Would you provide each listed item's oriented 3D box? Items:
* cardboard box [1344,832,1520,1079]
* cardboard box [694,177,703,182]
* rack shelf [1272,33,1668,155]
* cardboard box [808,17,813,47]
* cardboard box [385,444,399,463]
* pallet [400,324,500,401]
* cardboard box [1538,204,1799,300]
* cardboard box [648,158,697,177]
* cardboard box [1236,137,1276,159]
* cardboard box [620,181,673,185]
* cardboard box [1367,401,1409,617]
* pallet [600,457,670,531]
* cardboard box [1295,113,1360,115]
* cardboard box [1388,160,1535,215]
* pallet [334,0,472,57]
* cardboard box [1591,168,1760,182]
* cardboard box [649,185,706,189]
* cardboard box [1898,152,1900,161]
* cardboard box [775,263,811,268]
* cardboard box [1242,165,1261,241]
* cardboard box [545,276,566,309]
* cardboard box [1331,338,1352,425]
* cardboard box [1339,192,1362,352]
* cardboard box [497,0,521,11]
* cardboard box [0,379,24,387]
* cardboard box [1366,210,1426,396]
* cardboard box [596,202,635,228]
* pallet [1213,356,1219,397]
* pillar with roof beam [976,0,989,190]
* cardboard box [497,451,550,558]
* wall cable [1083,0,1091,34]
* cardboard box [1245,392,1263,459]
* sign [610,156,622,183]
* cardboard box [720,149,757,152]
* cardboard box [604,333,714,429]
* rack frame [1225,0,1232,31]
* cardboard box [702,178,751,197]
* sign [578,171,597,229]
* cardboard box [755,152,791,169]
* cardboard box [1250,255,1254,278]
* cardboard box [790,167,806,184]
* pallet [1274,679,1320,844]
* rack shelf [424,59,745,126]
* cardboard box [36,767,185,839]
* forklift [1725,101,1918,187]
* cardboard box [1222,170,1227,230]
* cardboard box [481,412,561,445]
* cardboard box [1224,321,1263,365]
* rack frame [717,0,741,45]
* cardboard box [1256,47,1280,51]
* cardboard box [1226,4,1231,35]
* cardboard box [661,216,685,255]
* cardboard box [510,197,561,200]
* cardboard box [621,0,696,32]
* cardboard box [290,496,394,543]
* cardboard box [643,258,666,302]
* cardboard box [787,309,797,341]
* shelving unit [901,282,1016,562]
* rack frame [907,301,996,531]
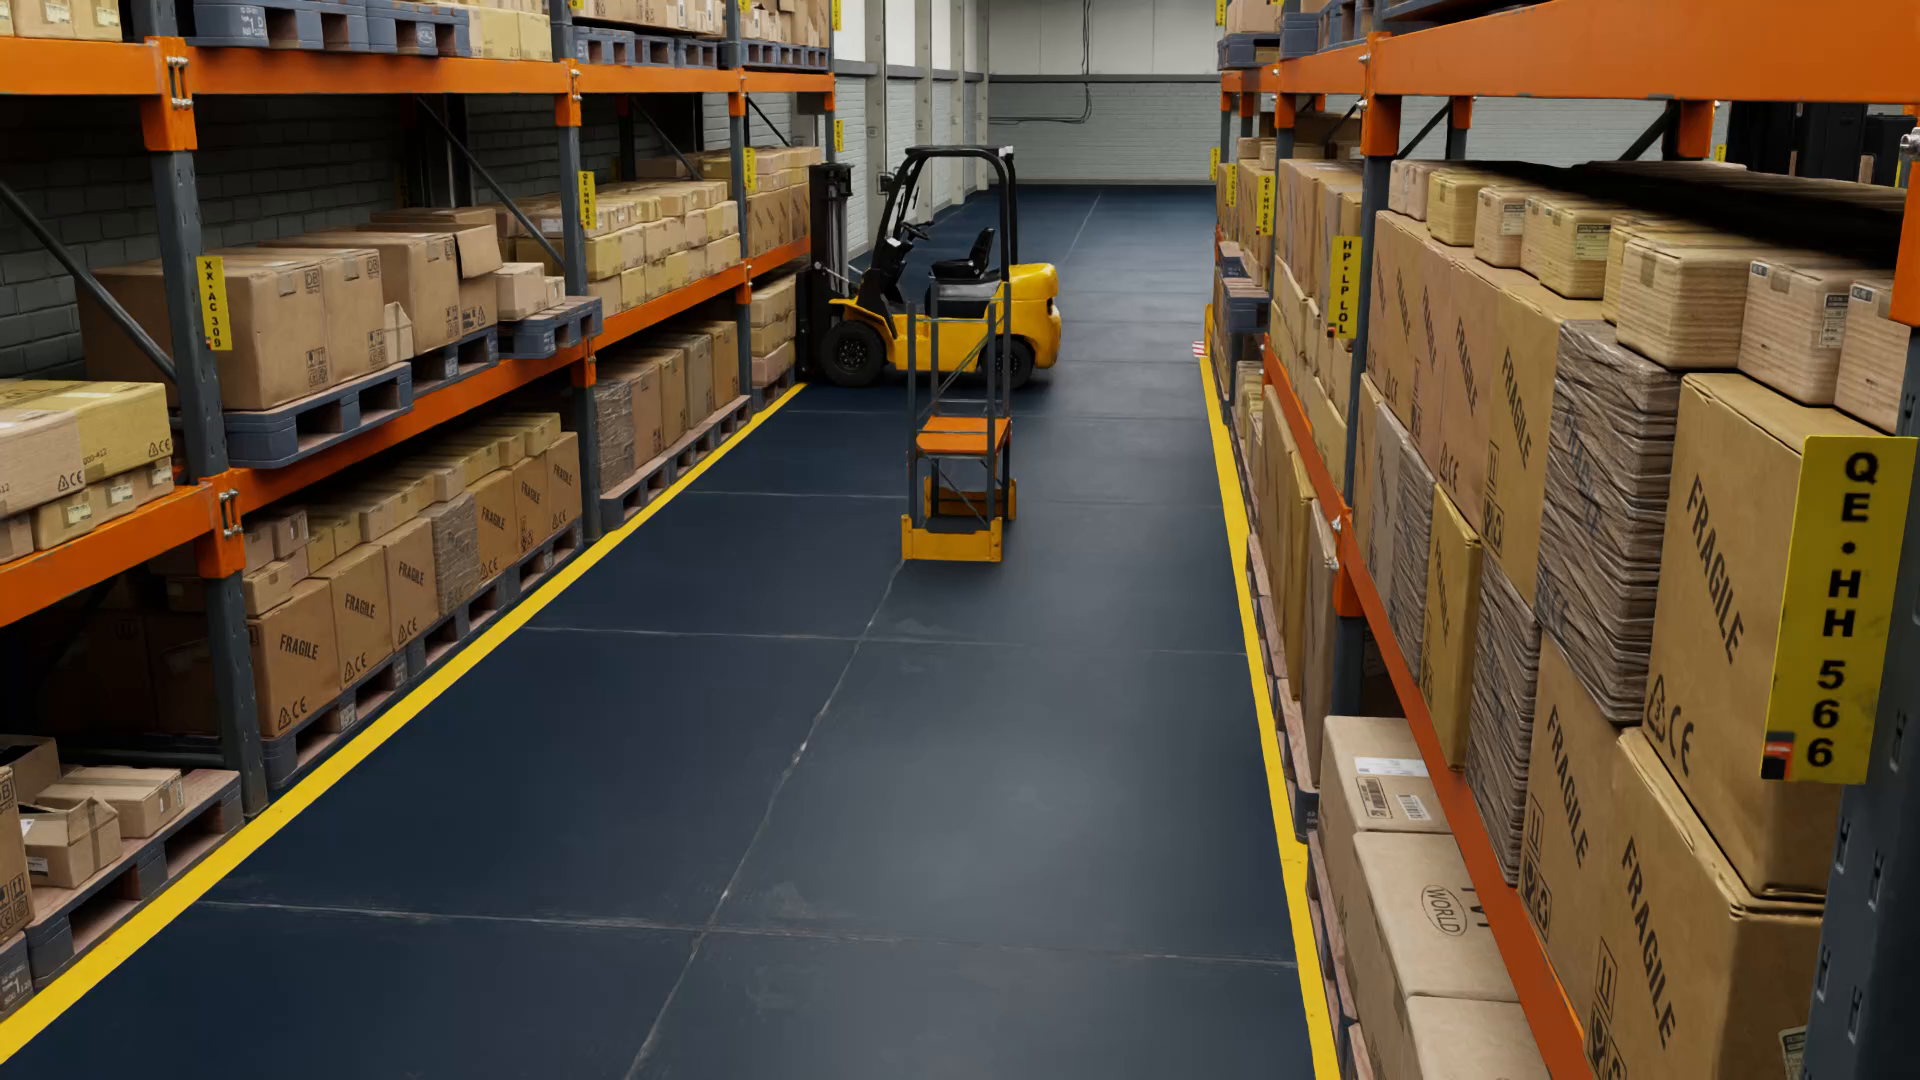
[{"bbox_3d":[1.503,1.148,4.273,0.875,0.438,0.875,1,15,5],"label":"cardboard box"},{"bbox_3d":[-2.436,-3.085,14.389,0.380,0.149,0.250,2,15,8],"label":"cardboard box"},{"bbox_3d":[2.007,-1.897,7.064,1.077,0.370,4.000,2,15,6],"label":"rack shelf"},{"bbox_3d":[-1.618,-4.880,15.977,0.396,0.266,0.258,2,15,6],"label":"cardboard box"},{"bbox_3d":[-3.197,-0.441,8.787,0.380,0.149,0.250,1,15,4],"label":"cardboard box"},{"bbox_3d":[-2.915,-0.863,7.976,1.003,0.211,1.213,2,15,6],"label":"pallet"},{"bbox_3d":[1.261,-0.516,2.974,0.380,0.149,0.250,2,15,8],"label":"cardboard box"},{"bbox_3d":[-2.443,-3.158,14.092,0.380,0.149,0.250,1,15,5],"label":"cardboard box"},{"bbox_3d":[2.279,-2.949,12.512,0.380,0.149,0.250,2,15,6],"label":"cardboard box"},{"bbox_3d":[-2.502,-2.775,13.242,0.380,0.149,0.250,1,15,5],"label":"cardboard box"},{"bbox_3d":[1.407,-0.082,4.526,0.500,0.500,0.500,2,15,7],"label":"cardboard box"},{"bbox_3d":[-2.568,-0.327,10.966,1.003,0.211,1.213,2,15,6],"label":"pallet"},{"bbox_3d":[3.274,-3.659,15.272,0.700,0.500,0.500,2,15,6],"label":"cardboard box"},{"bbox_3d":[1.487,-1.048,4.940,0.380,0.149,0.250,1,15,5],"label":"cardboard box"},{"bbox_3d":[-2.894,-2.216,7.226,1.213,0.211,1.003,2,15,6],"label":"pallet"},{"bbox_3d":[1.887,-0.903,4.406,0.380,0.149,0.250,2,15,6],"label":"cardboard box"},{"bbox_3d":[-2.158,-2.635,12.725,0.380,0.149,0.250,2,15,6],"label":"cardboard box"},{"bbox_3d":[7.689,-2.921,12.864,0.875,0.550,0.550,2,15,6],"label":"cardboard box"},{"bbox_3d":[-1.591,-2.632,16.698,0.500,0.250,0.500,2,15,7],"label":"cardboard box"},{"bbox_3d":[2.173,-2.243,11.144,0.500,0.500,0.500,1,15,4],"label":"cardboard box"},{"bbox_3d":[-2.393,-1.360,9.123,0.380,0.149,0.250,2,15,7],"label":"cardboard box"},{"bbox_3d":[1.589,-0.568,5.847,0.500,0.250,0.500,2,15,6],"label":"cardboard box"},{"bbox_3d":[1.582,-0.932,5.755,0.500,0.500,0.500,2,15,8],"label":"cardboard box"},{"bbox_3d":[-2.550,-2.863,8.780,0.380,0.149,0.250,1,15,5],"label":"cardboard box"},{"bbox_3d":[-3.476,-0.374,5.515,0.500,0.250,0.500,2,15,6],"label":"cardboard box"},{"bbox_3d":[1.487,-0.692,4.869,0.500,0.500,0.500,2,15,7],"label":"cardboard box"},{"bbox_3d":[-2.322,-2.101,10.750,0.380,0.149,0.250,2,15,7],"label":"cardboard box"},{"bbox_3d":[2.859,-1.499,15.302,1.003,0.211,1.213,2,15,6],"label":"pallet"},{"bbox_3d":[4.891,-13.931,44.443,9.100,9.000,0.400,2,15,6],"label":"pillar with roof beam"},{"bbox_3d":[-2.601,-0.211,9.180,0.500,0.500,0.500,1,15,5],"label":"cardboard box"},{"bbox_3d":[4.948,-15.643,47.045,3.097,2.526,0.112,2,15,6],"label":"wall cable"},{"bbox_3d":[2.472,-0.784,11.544,0.950,0.372,0.625,2,15,8],"label":"cardboard box"},{"bbox_3d":[-2.800,-2.970,13.589,0.100,0.325,0.005,2,15,6],"label":"sign"},{"bbox_3d":[-2.174,-3.691,16.061,0.380,0.149,0.250,2,15,8],"label":"cardboard box"},{"bbox_3d":[-2.392,-1.218,12.663,0.875,0.625,0.625,2,15,6],"label":"cardboard box"},{"bbox_3d":[3.135,-6.286,16.170,1.000,3.000,0.127,2,15,6],"label":"rack frame"},{"bbox_3d":[-1.951,-2.934,13.833,0.380,0.149,0.250,1,15,5],"label":"cardboard box"},{"bbox_3d":[-2.160,-1.968,9.626,0.100,0.325,0.005,2,15,6],"label":"sign"},{"bbox_3d":[-1.796,-3.543,15.515,0.380,0.149,0.250,2,15,7],"label":"cardboard box"},{"bbox_3d":[2.014,-1.692,10.350,0.380,0.149,0.250,1,15,4],"label":"cardboard box"},{"bbox_3d":[-1.679,-3.465,15.796,0.380,0.149,0.250,2,15,7],"label":"cardboard box"},{"bbox_3d":[1.793,0.866,6.555,1.003,0.211,1.213,2,15,6],"label":"pallet"},{"bbox_3d":[-2.474,-3.080,11.437,1.077,0.370,4.000,2,15,6],"label":"rack shelf"},{"bbox_3d":[-2.923,0.904,5.731,0.380,0.149,0.250,1,15,5],"label":"cardboard box"},{"bbox_3d":[5.626,-1.606,10.488,3.031,2.935,1.130,-2,15,-7],"label":"forklift"},{"bbox_3d":[2.645,-3.069,15.002,0.500,0.500,0.500,1,15,5],"label":"cardboard box"},{"bbox_3d":[-2.504,-0.634,9.502,0.380,0.149,0.250,1,15,4],"label":"cardboard box"},{"bbox_3d":[2.484,-1.751,13.919,0.500,0.500,0.500,1,15,5],"label":"cardboard box"},{"bbox_3d":[-2.249,-5.394,12.870,1.000,3.000,0.127,2,15,6],"label":"rack frame"},{"bbox_3d":[2.466,-3.995,13.160,0.500,0.250,0.500,2,15,6],"label":"cardboard box"},{"bbox_3d":[2.219,-3.791,12.173,0.500,0.250,0.500,1,15,5],"label":"cardboard box"},{"bbox_3d":[-2.240,-2.136,11.643,0.500,0.250,0.500,2,15,7],"label":"cardboard box"},{"bbox_3d":[-2.846,-2.247,11.292,0.380,0.149,0.250,1,15,5],"label":"cardboard box"},{"bbox_3d":[-2.175,-3.760,11.749,0.500,0.311,0.500,1,15,4],"label":"cardboard box"},{"bbox_3d":[-2.792,-0.094,7.503,0.380,0.149,0.250,2,15,6],"label":"cardboard box"},{"bbox_3d":[-2.294,-1.760,11.212,0.500,0.250,0.500,1,15,4],"label":"cardboard box"},{"bbox_3d":[-1.764,-1.992,15.287,0.500,0.250,0.500,2,15,6],"label":"cardboard box"},{"bbox_3d":[0.009,-0.744,10.039,0.587,1.500,1.083,2,15,6],"label":"shelving unit"},{"bbox_3d":[-0.048,-0.614,9.561,0.500,1.500,0.032,2,15,6],"label":"rack frame"}]
